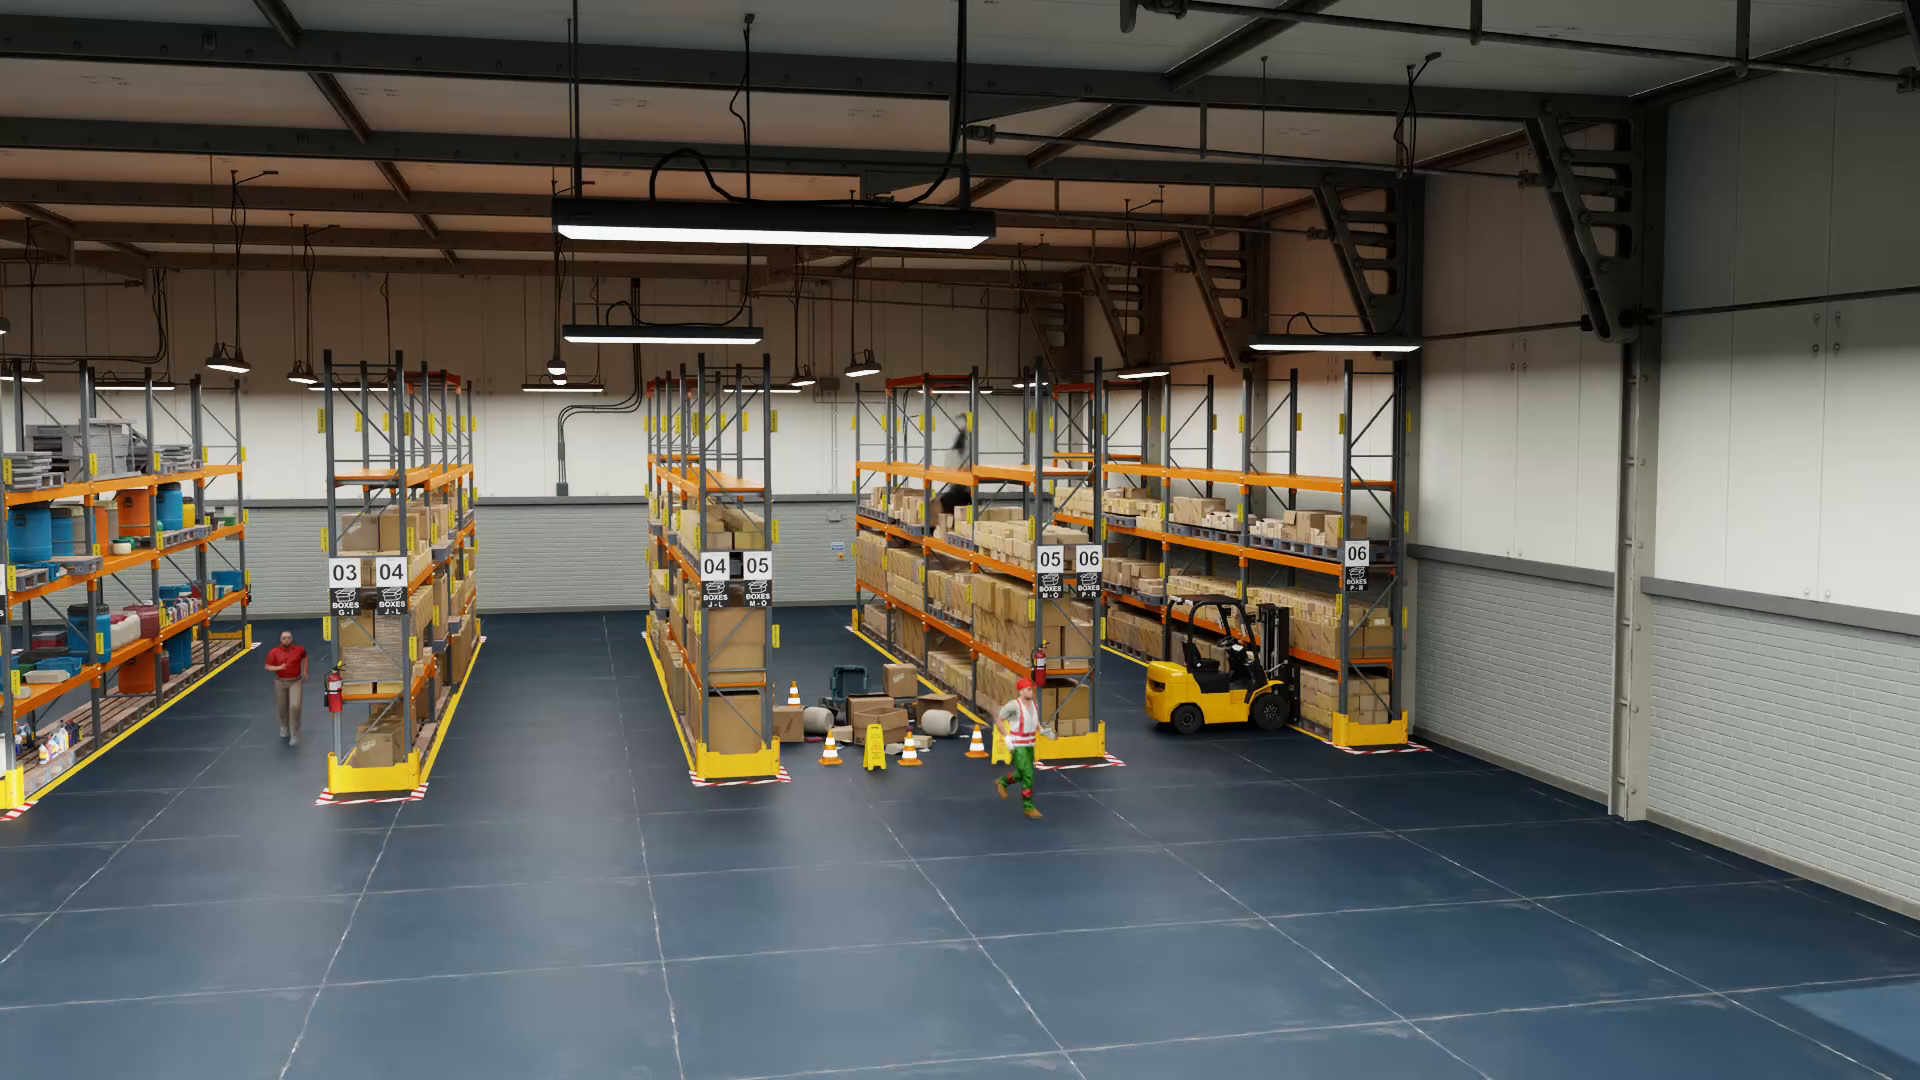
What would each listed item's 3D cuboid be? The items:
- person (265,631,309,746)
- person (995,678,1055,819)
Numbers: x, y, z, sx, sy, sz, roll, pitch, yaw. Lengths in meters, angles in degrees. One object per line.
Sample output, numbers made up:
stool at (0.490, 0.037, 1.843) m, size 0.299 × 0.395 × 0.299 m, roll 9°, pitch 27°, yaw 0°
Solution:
person at (-10.601, 2.303, 26.213) m, size 0.641 × 1.768 × 0.915 m, roll -2°, pitch 4°, yaw -22°
person at (0.736, 2.641, 21.397) m, size 0.900 × 1.775 × 0.631 m, roll 4°, pitch 6°, yaw 45°
